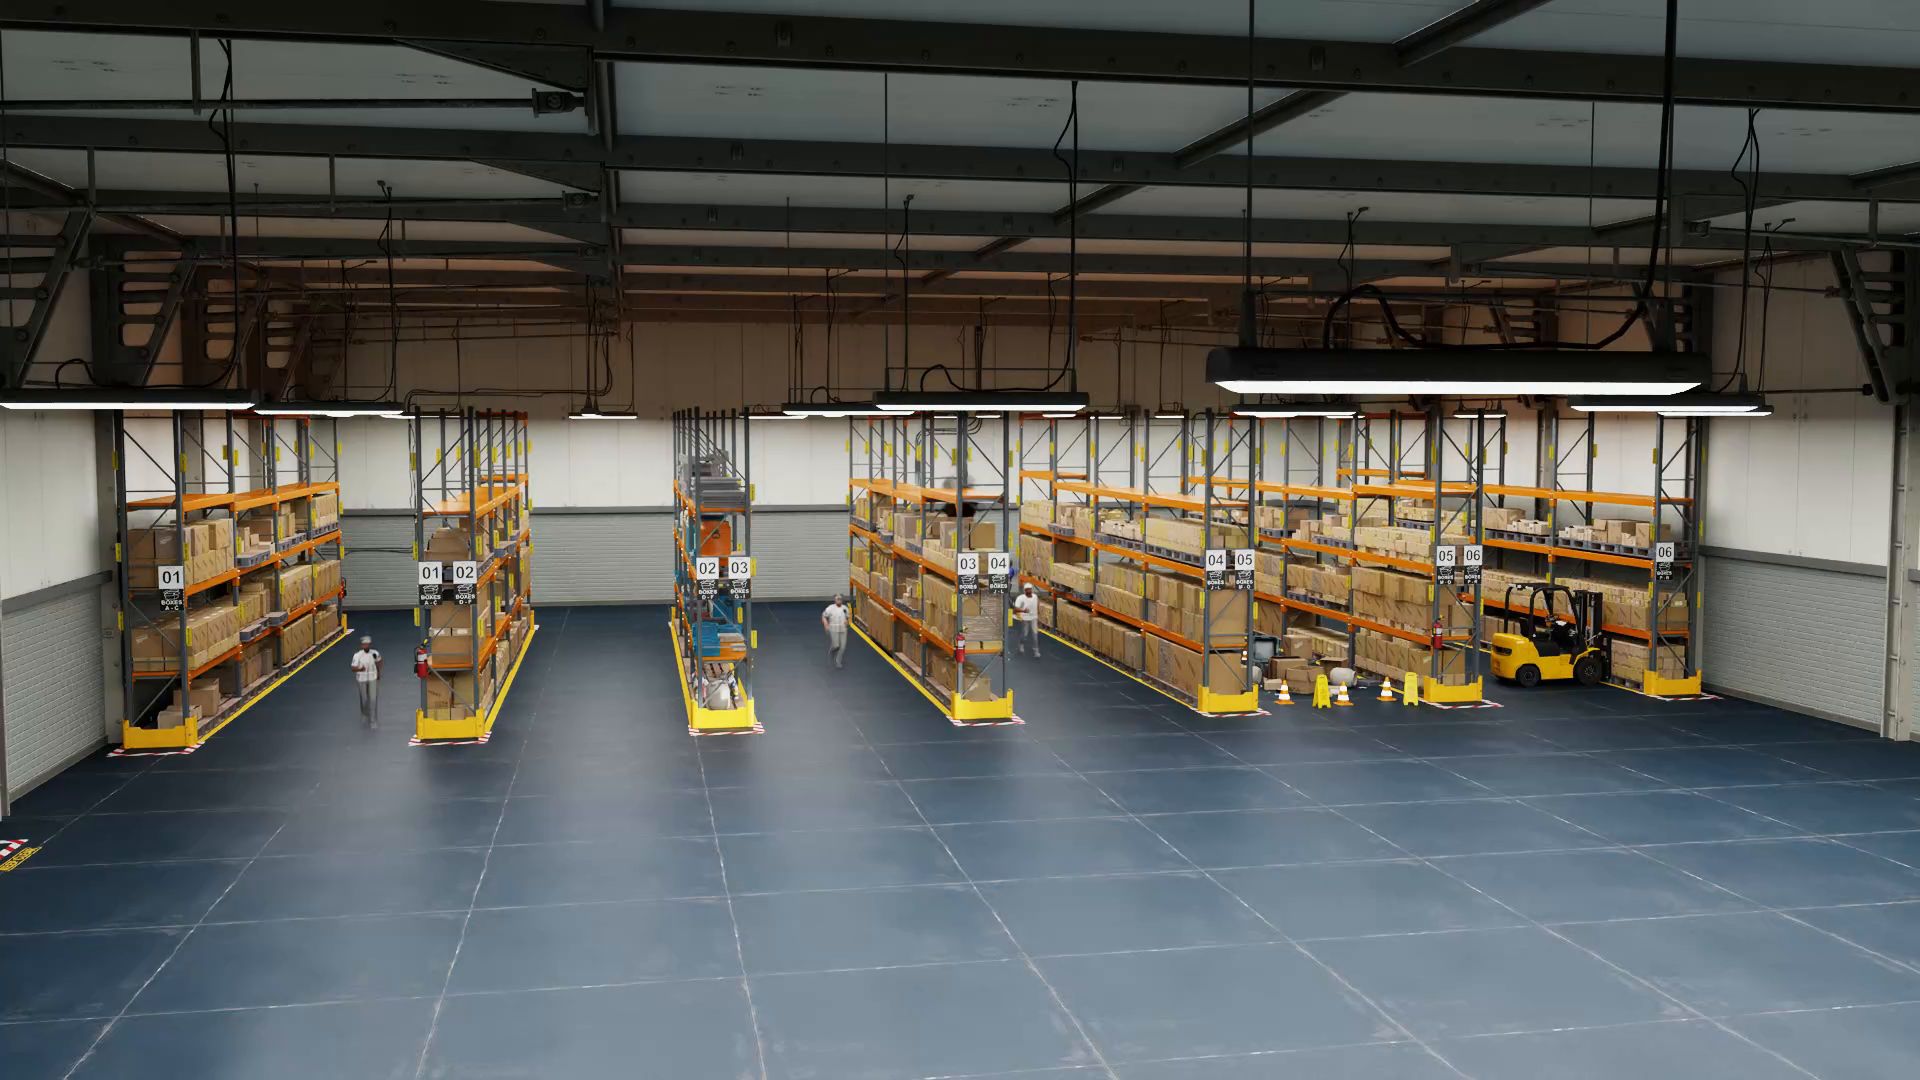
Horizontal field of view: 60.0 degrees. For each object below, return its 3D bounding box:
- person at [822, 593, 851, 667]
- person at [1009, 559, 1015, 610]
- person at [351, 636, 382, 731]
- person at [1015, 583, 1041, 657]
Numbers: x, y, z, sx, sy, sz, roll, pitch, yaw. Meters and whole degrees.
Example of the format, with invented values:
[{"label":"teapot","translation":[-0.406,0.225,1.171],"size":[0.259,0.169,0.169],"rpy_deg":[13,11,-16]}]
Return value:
[{"label":"person","translation":[-2.819,2.103,38.656],"size":[0.656,1.738,0.590],"rpy_deg":[-2,4,-21]},{"label":"person","translation":[1.336,1.388,49.892],"size":[0.642,1.640,0.719],"rpy_deg":[0,4,1]},{"label":"person","translation":[-11.080,2.651,31.092],"size":[0.574,1.714,0.883],"rpy_deg":[-2,4,-24]},{"label":"person","translation":[1.663,1.928,40.483],"size":[0.701,1.758,0.991],"rpy_deg":[-1,4,-19]}]
